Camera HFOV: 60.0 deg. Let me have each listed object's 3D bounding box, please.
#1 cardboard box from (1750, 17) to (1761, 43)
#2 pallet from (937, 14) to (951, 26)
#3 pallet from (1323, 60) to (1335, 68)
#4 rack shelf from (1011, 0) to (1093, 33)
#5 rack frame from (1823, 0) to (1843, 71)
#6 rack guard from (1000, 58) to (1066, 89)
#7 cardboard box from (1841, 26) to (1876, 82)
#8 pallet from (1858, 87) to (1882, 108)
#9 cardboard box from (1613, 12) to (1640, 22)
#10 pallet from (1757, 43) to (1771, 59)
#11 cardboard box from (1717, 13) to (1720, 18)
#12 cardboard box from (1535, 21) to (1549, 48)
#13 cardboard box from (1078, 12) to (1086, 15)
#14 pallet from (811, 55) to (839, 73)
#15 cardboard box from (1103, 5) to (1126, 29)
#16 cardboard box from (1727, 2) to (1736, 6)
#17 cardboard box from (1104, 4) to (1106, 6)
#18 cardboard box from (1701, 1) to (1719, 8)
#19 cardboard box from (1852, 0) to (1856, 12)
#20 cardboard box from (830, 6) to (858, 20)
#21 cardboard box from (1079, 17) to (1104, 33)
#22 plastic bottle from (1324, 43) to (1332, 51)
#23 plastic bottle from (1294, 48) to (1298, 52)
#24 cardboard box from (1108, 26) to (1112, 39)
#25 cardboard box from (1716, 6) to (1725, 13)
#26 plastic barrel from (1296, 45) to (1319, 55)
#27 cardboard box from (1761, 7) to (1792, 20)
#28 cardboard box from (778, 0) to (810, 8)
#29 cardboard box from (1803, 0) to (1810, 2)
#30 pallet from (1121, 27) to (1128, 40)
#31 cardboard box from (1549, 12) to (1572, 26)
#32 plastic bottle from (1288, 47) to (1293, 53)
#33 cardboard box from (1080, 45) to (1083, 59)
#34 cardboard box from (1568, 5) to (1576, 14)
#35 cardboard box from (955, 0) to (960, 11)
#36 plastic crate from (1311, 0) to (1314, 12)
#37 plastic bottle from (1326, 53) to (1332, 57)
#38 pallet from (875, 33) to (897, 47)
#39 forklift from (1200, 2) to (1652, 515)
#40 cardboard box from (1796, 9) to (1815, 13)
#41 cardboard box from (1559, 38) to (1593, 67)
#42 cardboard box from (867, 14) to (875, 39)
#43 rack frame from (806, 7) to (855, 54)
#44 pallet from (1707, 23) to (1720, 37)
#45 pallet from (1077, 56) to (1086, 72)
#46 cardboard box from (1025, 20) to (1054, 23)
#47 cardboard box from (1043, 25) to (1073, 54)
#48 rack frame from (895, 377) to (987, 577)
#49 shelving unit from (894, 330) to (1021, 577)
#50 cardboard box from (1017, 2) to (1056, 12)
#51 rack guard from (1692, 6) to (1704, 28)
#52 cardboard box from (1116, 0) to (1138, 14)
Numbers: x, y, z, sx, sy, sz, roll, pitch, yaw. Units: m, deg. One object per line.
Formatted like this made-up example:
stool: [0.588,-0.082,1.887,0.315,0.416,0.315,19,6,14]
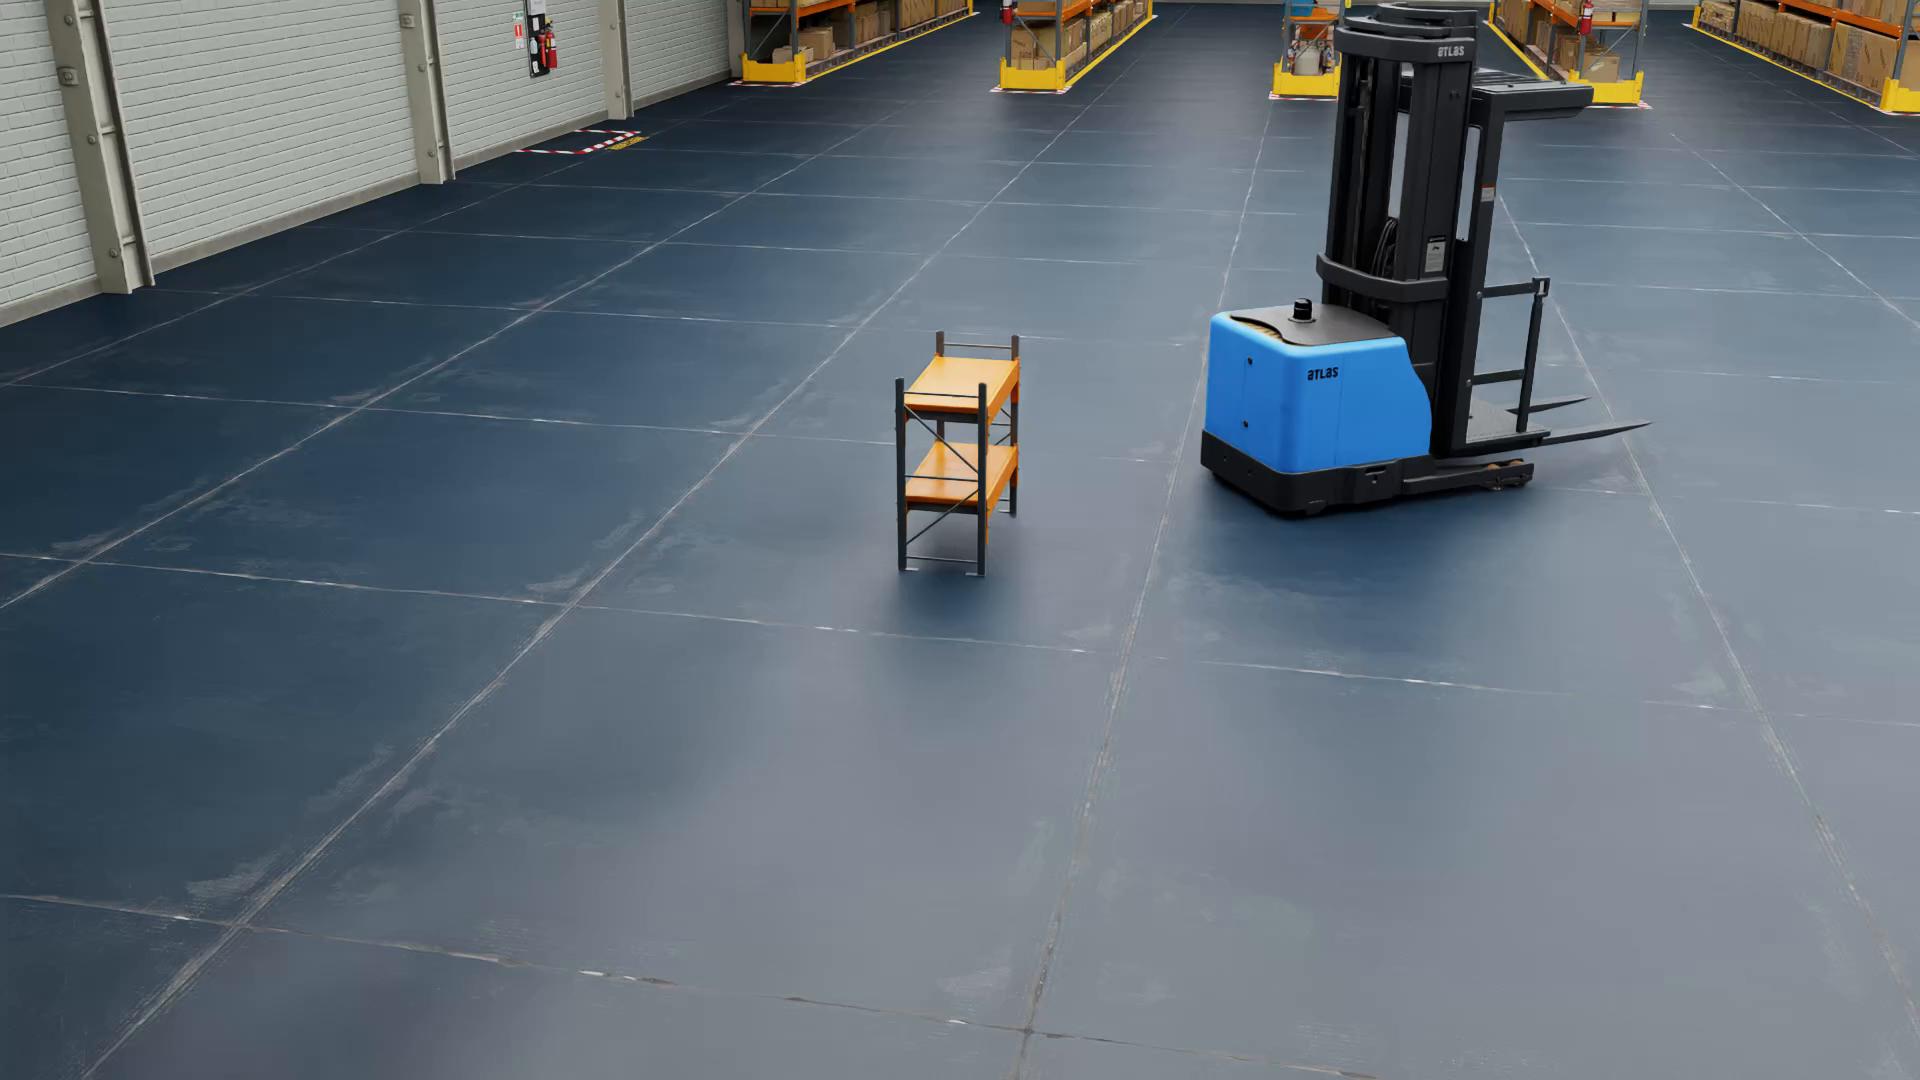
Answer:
cardboard box: [17.572,-11.099,36.182,0.500,0.500,0.500,3,22,9]
pallet: [-0.842,-13.409,42.865,1.003,0.211,1.213,4,22,11]
pallet: [6.814,-9.213,32.447,1.003,0.211,1.213,4,22,11]
rack shelf: [1.736,-10.063,31.787,1.077,0.370,4.000,4,22,11]
rack frame: [16.676,-9.956,30.560,1.000,3.000,0.127,4,22,11]
rack guard: [1.323,-8.497,30.282,1.175,0.500,0.348,4,22,11]
cardboard box: [16.299,-8.611,29.501,0.875,0.875,0.875,5,22,11]
pallet: [15.946,-7.498,28.190,1.003,0.211,1.213,4,22,11]
cardboard box: [11.316,-8.878,28.219,0.380,0.149,0.250,4,22,11]
pallet: [17.653,-10.412,35.423,1.003,0.211,1.213,4,22,11]
cardboard box: [18.557,-12.699,40.226,0.380,0.149,0.250,6,23,14]
cardboard box: [12.540,-10.632,34.996,0.700,0.500,0.500,3,22,8]
cardboard box: [2.566,-11.601,37.012,0.500,0.311,0.500,5,23,13]
pallet: [-3.056,-9.515,33.197,1.003,0.211,1.213,4,22,11]
cardboard box: [3.643,-12.346,39.251,0.500,0.500,0.500,4,22,9]
cardboard box: [19.157,-13.193,41.054,0.380,0.149,0.250,5,22,12]
cardboard box: [3.232,-12.562,39.787,0.500,0.500,0.500,5,22,12]
cardboard box: [18.685,-13.328,41.389,0.380,0.149,0.250,3,22,8]
cardboard box: [16.522,-9.687,29.691,0.875,0.550,0.550,4,22,11]
cardboard box: [-2.486,-11.329,35.720,0.500,0.250,0.500,4,22,10]
cardboard box: [2.784,-11.002,35.524,0.500,0.311,0.500,5,22,12]
plastic bottle: [7.143,-9.467,32.301,0.144,0.351,0.185,4,22,9]
plastic bottle: [6.510,-9.362,32.147,0.097,0.271,0.097,0,22,0]
cardboard box: [3.091,-11.299,37.013,0.500,0.250,0.500,5,22,12]
cardboard box: [18.320,-12.663,39.738,0.380,0.149,0.250,4,22,9]
plastic barrel: [6.338,-8.757,30.349,0.421,0.512,0.421,0,22,0]
cardboard box: [17.467,-11.258,35.572,0.500,0.250,0.500,5,22,12]
cardboard box: [-3.112,-10.135,31.178,0.500,0.250,0.500,4,22,9]
cardboard box: [16.828,-10.770,32.445,0.500,0.500,0.500,4,22,10]
pallet: [3.400,-12.012,39.398,1.003,0.211,1.213,4,22,11]
cardboard box: [12.451,-10.785,34.370,0.500,0.250,0.500,7,23,17]
plastic bottle: [6.258,-9.168,31.560,0.144,0.351,0.185,5,23,13]
cardboard box: [2.151,-9.679,32.990,0.500,0.250,0.500,4,22,11]
cardboard box: [11.084,-9.469,29.685,0.380,0.149,0.250,4,22,11]
cardboard box: [-0.405,-14.482,44.580,0.700,0.500,0.500,4,22,11]
plastic crate: [6.123,-9.660,30.023,0.499,0.251,0.408,4,22,11]
plastic bottle: [6.941,-9.026,31.313,0.097,0.271,0.097,0,22,0]
pallet: [-2.051,-11.388,37.847,1.003,0.211,1.213,4,22,11]
forklift: [3.144,-1.848,10.519,3.031,2.935,1.130,-9,23,-20]
cardboard box: [17.870,-11.036,35.021,0.500,0.250,0.500,3,22,8]
cardboard box: [11.720,-9.264,31.624,0.500,0.500,0.500,4,22,9]
cardboard box: [-2.279,-11.381,36.854,0.700,0.500,0.500,4,22,11]
rack frame: [-2.706,-11.504,34.403,1.000,3.000,0.127,4,22,11]
pallet: [18.657,-12.285,40.073,1.003,0.211,1.213,4,22,11]
pallet: [1.940,-9.547,33.276,1.003,0.211,1.213,4,22,11]
cardboard box: [1.539,-9.884,32.494,0.500,0.500,0.500,4,22,11]
cardboard box: [1.844,-9.478,31.488,0.500,0.500,0.500,4,22,11]
rack frame: [-0.102,-0.338,9.188,0.500,1.125,0.032,4,22,11]
shelving unit: [0.001,-0.524,9.650,0.538,1.125,1.048,4,22,11]
cardboard box: [1.435,-9.881,30.240,0.700,0.500,0.500,4,22,11]
rack guard: [19.109,-13.158,41.855,1.175,0.500,0.348,4,22,11]
cardboard box: [4.154,-13.787,42.825,0.797,0.503,0.637,4,22,11]
